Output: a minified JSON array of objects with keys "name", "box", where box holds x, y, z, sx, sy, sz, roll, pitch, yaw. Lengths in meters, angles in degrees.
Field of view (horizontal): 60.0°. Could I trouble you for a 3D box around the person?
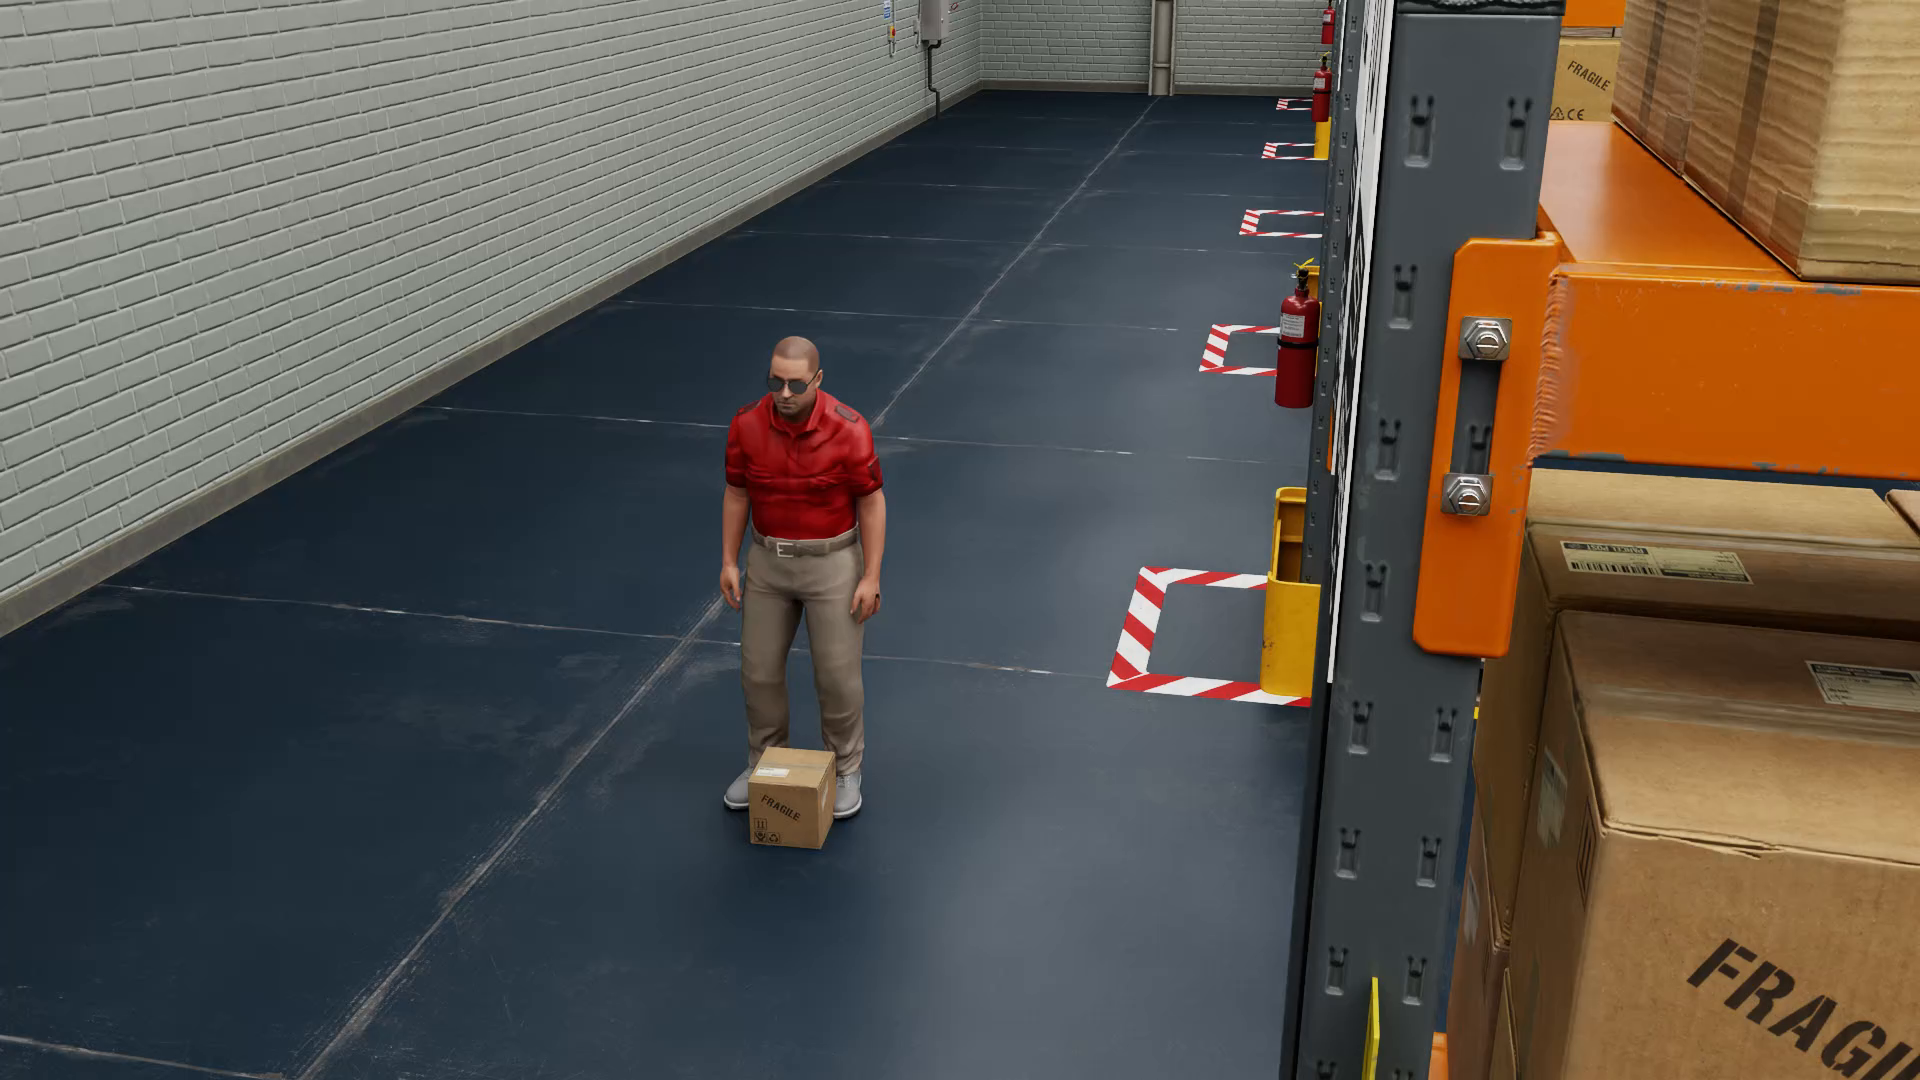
[{"name":"person","box":[-0.551,0.122,5.791,0.586,1.727,0.395,5,22,11]}]
